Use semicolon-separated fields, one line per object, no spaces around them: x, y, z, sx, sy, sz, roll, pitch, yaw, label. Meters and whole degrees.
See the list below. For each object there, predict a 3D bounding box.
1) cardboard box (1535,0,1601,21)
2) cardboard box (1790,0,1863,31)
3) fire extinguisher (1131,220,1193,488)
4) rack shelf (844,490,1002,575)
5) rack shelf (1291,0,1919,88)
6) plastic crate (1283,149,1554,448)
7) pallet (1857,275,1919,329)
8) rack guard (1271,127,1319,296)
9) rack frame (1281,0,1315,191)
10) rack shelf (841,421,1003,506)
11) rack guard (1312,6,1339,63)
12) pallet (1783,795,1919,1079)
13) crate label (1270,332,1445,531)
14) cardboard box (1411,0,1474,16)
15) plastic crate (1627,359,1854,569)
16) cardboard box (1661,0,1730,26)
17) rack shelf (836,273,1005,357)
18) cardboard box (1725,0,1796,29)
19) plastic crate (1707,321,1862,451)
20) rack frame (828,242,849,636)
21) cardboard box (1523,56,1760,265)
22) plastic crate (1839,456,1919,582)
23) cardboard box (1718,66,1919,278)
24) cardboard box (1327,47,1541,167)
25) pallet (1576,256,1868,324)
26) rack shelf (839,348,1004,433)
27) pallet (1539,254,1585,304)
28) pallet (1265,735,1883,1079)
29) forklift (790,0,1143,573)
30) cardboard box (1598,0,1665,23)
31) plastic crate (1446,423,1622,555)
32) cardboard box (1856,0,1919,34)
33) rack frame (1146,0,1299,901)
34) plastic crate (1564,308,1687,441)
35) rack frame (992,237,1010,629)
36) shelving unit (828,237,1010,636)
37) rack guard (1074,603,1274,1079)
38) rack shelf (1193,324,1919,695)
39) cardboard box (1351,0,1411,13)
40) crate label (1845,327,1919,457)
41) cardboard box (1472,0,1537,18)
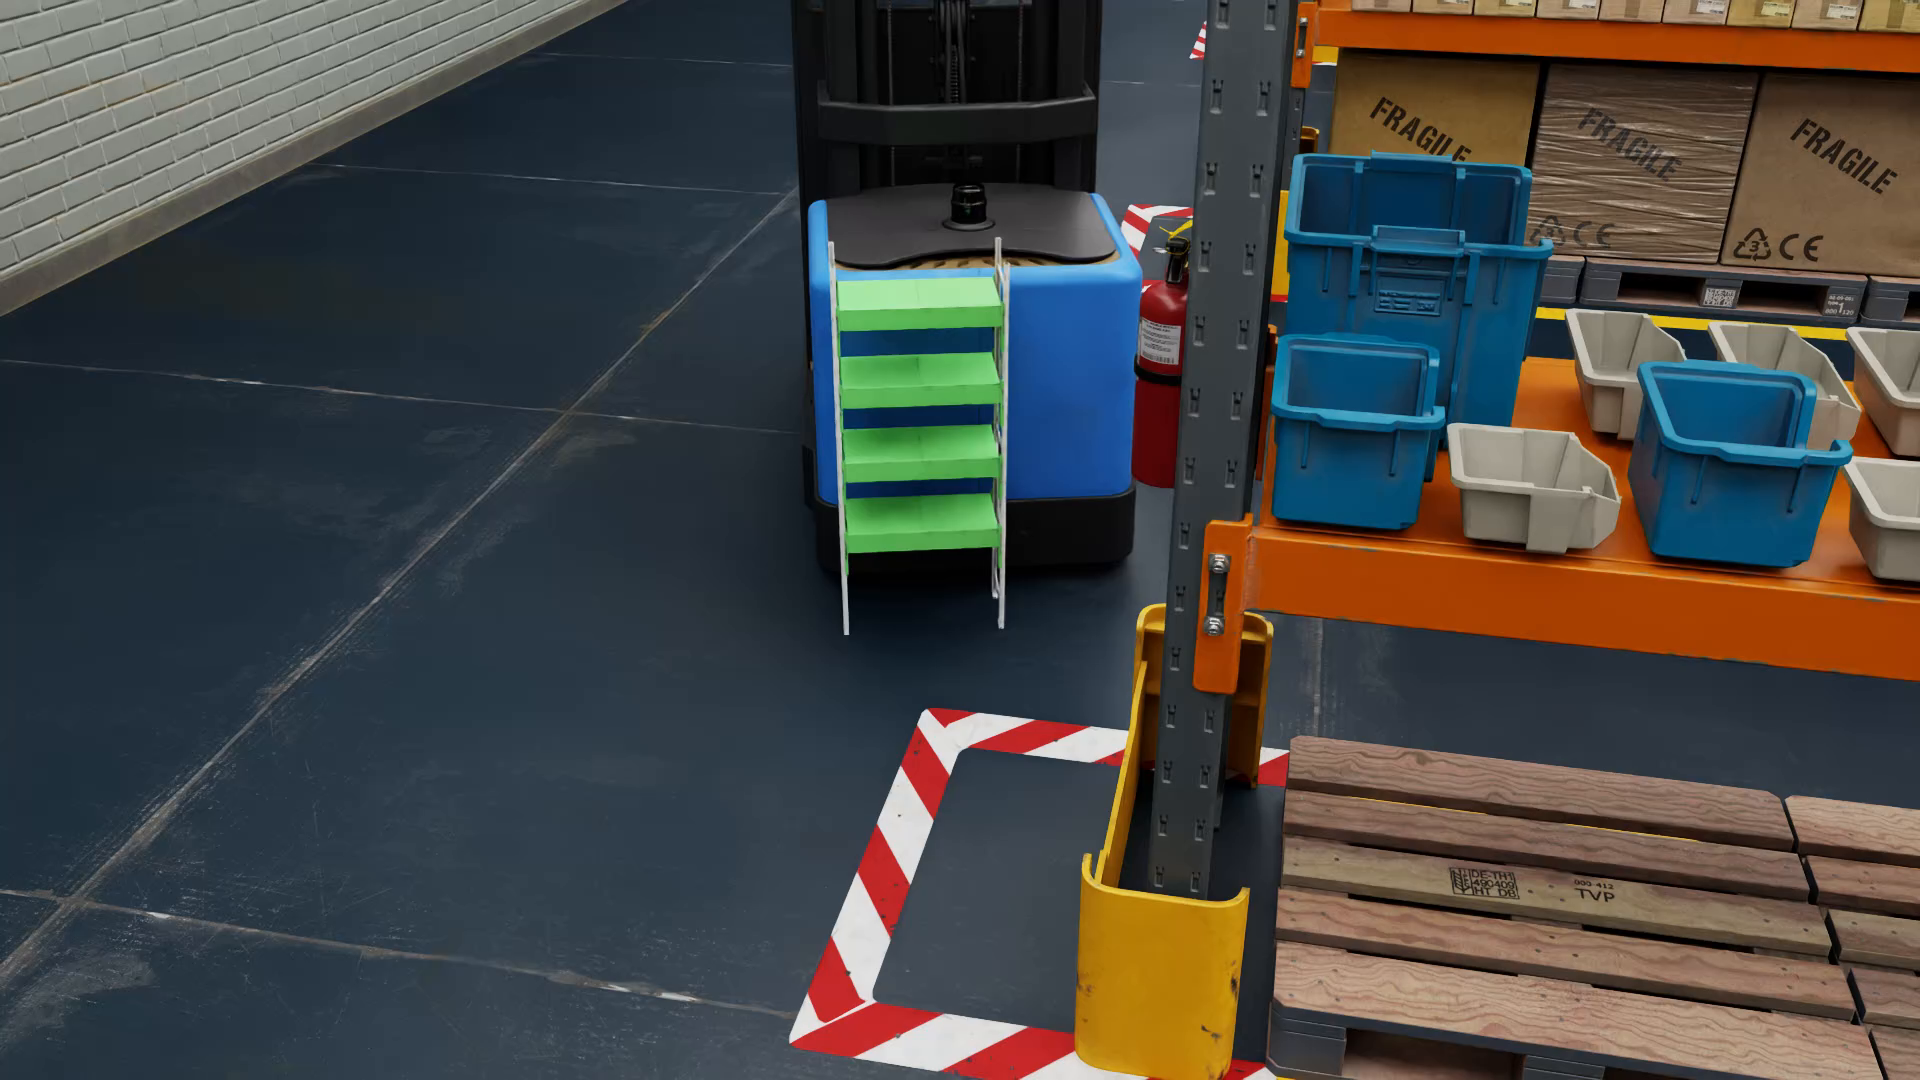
2.627;-2.376;7.228;0.250;0.149;0.380;5;29;10;cardboard box
3.632;-2.273;7.040;0.250;0.149;0.380;6;29;11;cardboard box
0.505;-0.458;3.931;0.183;0.674;0.296;6;29;11;fire extinguisher
-0.122;-0.026;5.180;0.480;0.148;0.258;-2;29;-4;rack shelf
3.548;-2.237;7.461;4.000;0.370;1.077;6;29;11;rack shelf
0.924;-0.523;3.482;0.499;0.435;0.616;6;29;11;plastic crate
4.776;-1.241;7.798;1.213;0.211;1.003;6;29;11;pallet
1.568;-1.659;8.259;0.348;0.500;1.175;6;29;11;rack guard
1.592;-2.753;7.654;0.127;3.000;1.000;6;29;11;rack frame
-0.121;-0.236;5.065;0.480;0.148;0.258;-2;29;-4;rack shelf
2.801;-3.968;12.477;0.348;0.500;1.175;6;29;11;rack guard
2.545;1.021;3.666;1.213;0.211;1.003;6;29;11;pallet
0.730;-0.200;3.104;0.303;0.233;0.416;6;29;11;crate label
2.121;-2.427;7.321;0.250;0.149;0.380;5;29;10;cardboard box
1.374;-0.134;2.983;0.300;0.233;0.416;6;29;11;plastic crate
3.128;-2.324;7.133;0.250;0.149;0.380;6;29;10;cardboard box
-0.121;-0.657;4.834;0.480;0.148;0.258;-2;29;-4;rack shelf
3.375;-2.298;7.086;0.250;0.149;0.380;5;29;9;cardboard box
1.673;-0.305;3.395;0.243;0.136;0.396;6;29;11;plastic crate
-0.365;-0.282;5.016;0.015;1.200;0.240;-2;29;-4;rack frame
3.124;-1.887;7.849;0.875;0.875;0.875;6;29;11;cardboard box
1.690;-0.019;2.873;0.298;0.136;0.250;6;29;11;plastic crate
3.995;-1.798;7.686;0.875;0.875;0.875;6;29;11;cardboard box
2.234;-1.978;8.015;0.875;0.875;0.875;6;29;11;cardboard box
3.580;-1.363;8.019;1.213;0.211;1.003;6;29;11;pallet
-0.121;-0.447;4.949;0.480;0.148;0.258;-2;29;-4;rack shelf
2.390;-1.486;8.245;1.213;0.211;1.003;6;29;11;pallet
1.356;0.897;3.891;1.213;0.211;1.003;6;29;11;pallet
-0.069;-1.855;6.087;1.130;2.935;3.031;-2;29;-4;forklift
2.875;-2.350;7.180;0.250;0.149;0.380;5;29;10;cardboard box
1.027;-0.087;2.997;0.298;0.136;0.250;6;29;11;plastic crate
3.880;-2.247;6.992;0.250;0.149;0.380;5;29;10;cardboard box
0.558;-0.427;3.406;0.127;3.000;1.000;6;29;11;rack frame
1.393;-0.341;3.461;0.243;0.136;0.396;6;29;11;plastic crate
0.122;-0.303;5.053;0.015;1.200;0.240;-2;29;-4;rack frame
-0.121;-0.292;5.034;0.503;1.200;0.258;-2;29;-4;shelving unit
0.531;0.673;3.999;0.348;0.500;1.175;6;29;11;rack guard
2.513;0.089;3.212;4.000;0.370;1.077;6;29;11;rack shelf
1.870;-2.452;7.367;0.250;0.149;0.380;6;29;11;cardboard box
1.951;-0.288;3.365;0.243;0.136;0.396;6;29;11;crate label
2.372;-2.401;7.274;0.250;0.149;0.380;5;29;9;cardboard box
